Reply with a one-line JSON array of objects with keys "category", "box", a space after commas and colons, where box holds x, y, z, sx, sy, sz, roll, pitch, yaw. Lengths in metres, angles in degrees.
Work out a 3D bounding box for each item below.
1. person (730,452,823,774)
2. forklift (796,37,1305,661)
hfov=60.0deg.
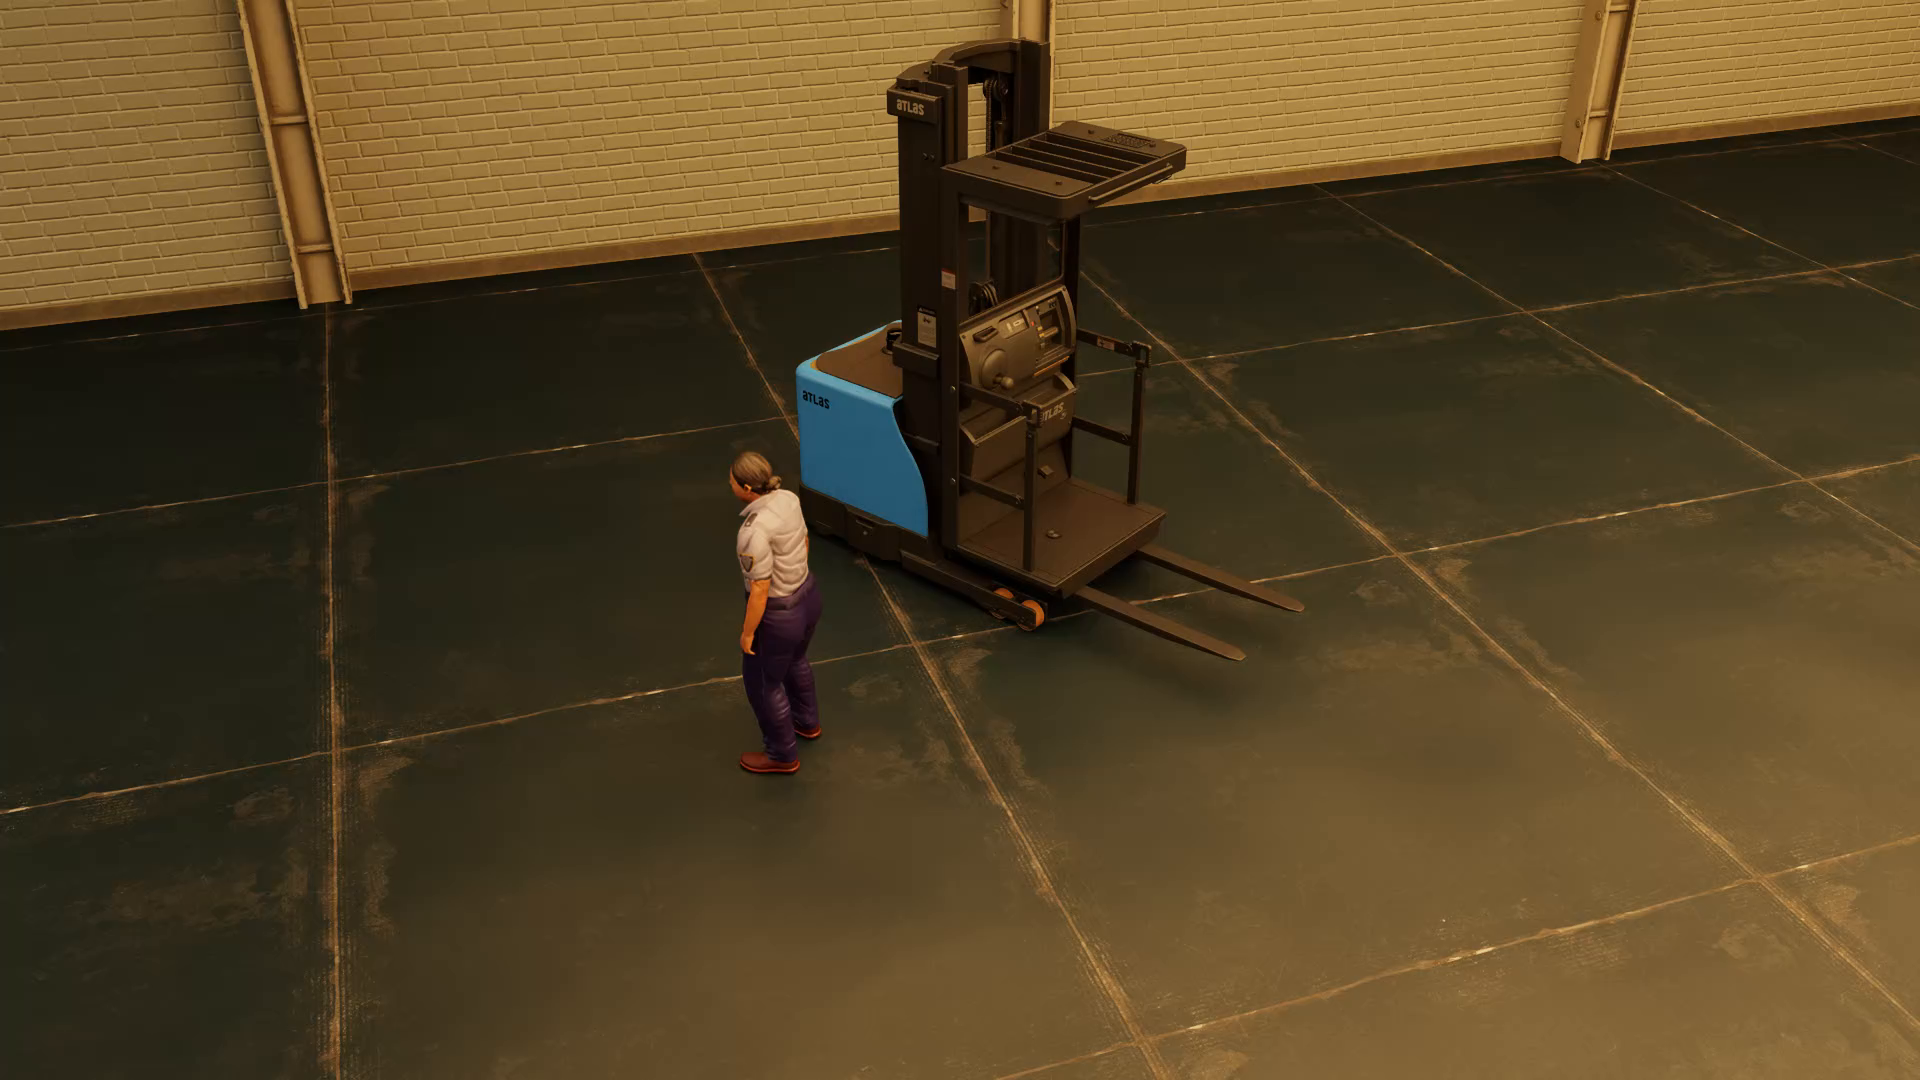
[{"category": "person", "box": [-0.860, 0.331, 7.801, 0.375, 1.648, 0.545, 11, 32, 18]}, {"category": "forklift", "box": [0.484, -1.070, 8.946, 3.031, 2.935, 1.130, 23, 37, 34]}]
